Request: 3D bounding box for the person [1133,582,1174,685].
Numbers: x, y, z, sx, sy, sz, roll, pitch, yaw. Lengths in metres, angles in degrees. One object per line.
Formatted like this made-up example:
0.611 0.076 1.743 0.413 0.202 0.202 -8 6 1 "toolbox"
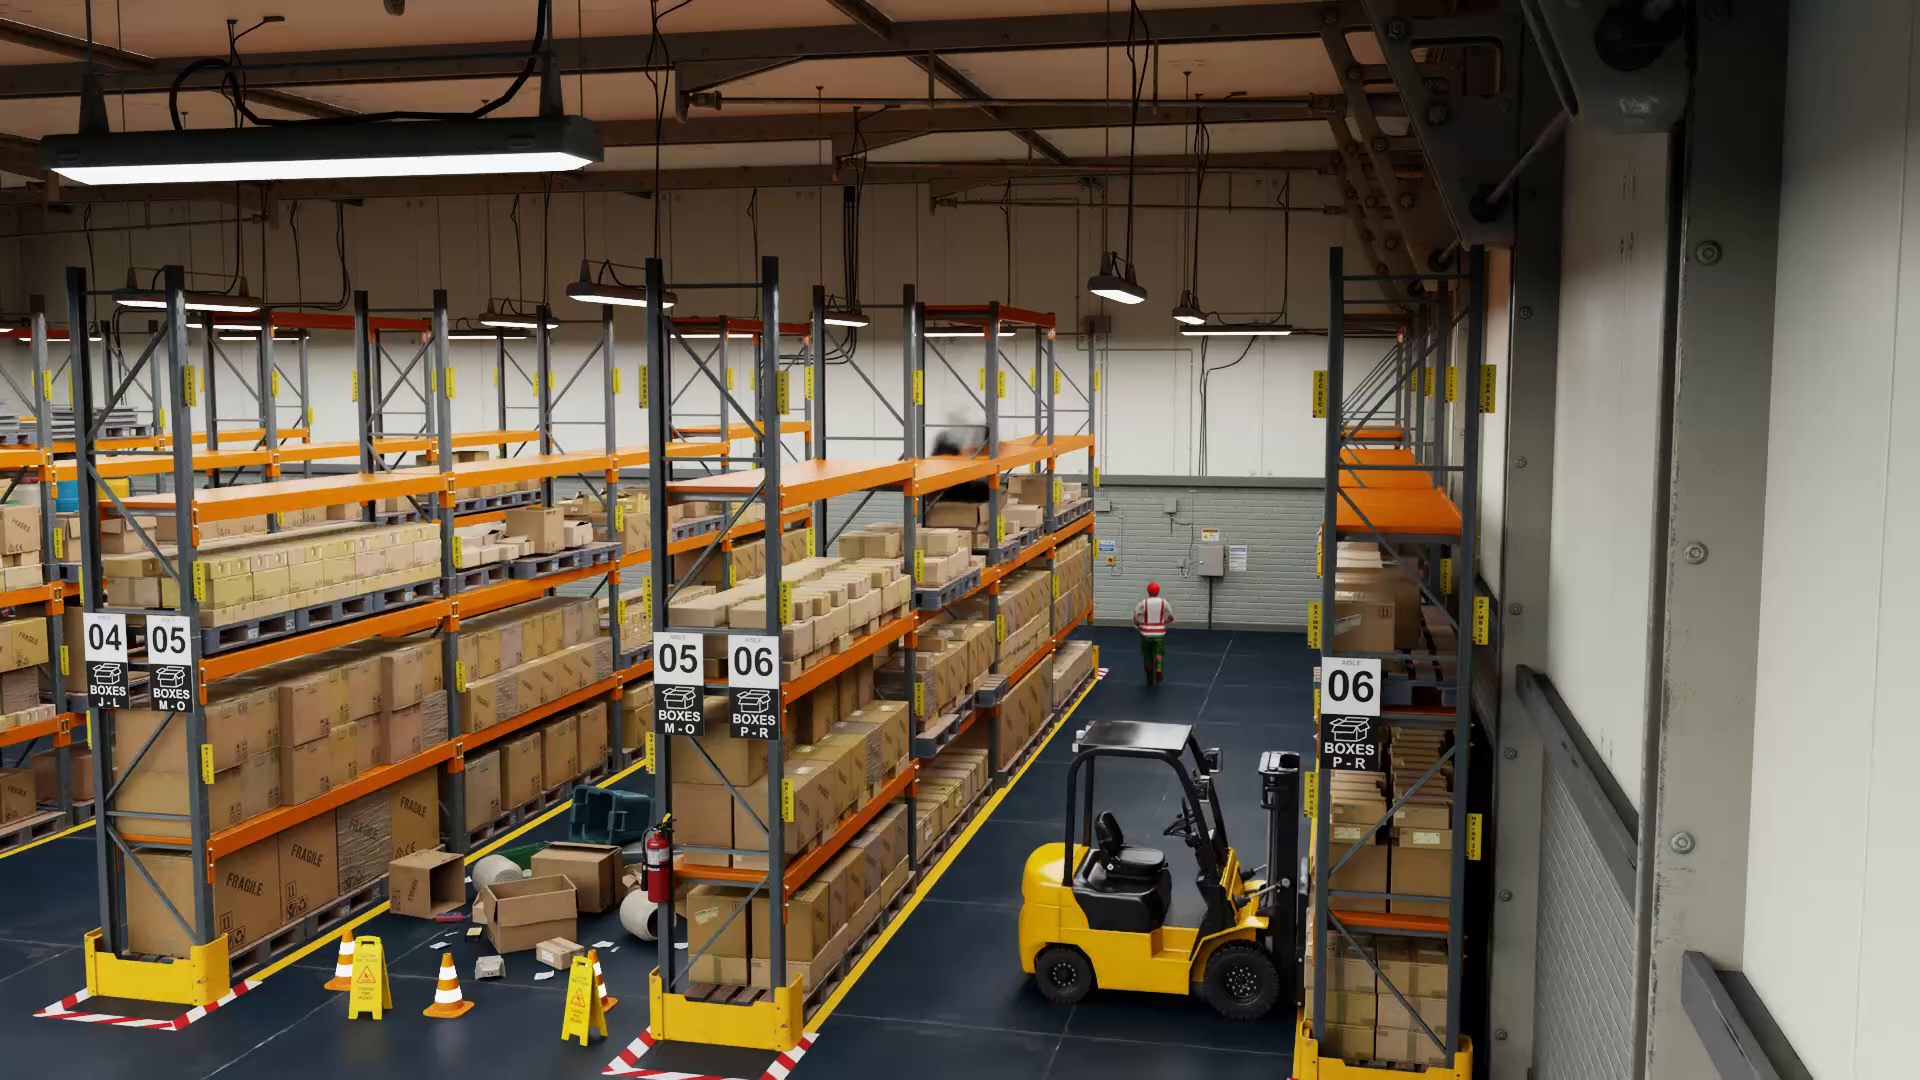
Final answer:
3.146 1.540 27.143 0.658 1.754 0.889 0 6 3 "person"
